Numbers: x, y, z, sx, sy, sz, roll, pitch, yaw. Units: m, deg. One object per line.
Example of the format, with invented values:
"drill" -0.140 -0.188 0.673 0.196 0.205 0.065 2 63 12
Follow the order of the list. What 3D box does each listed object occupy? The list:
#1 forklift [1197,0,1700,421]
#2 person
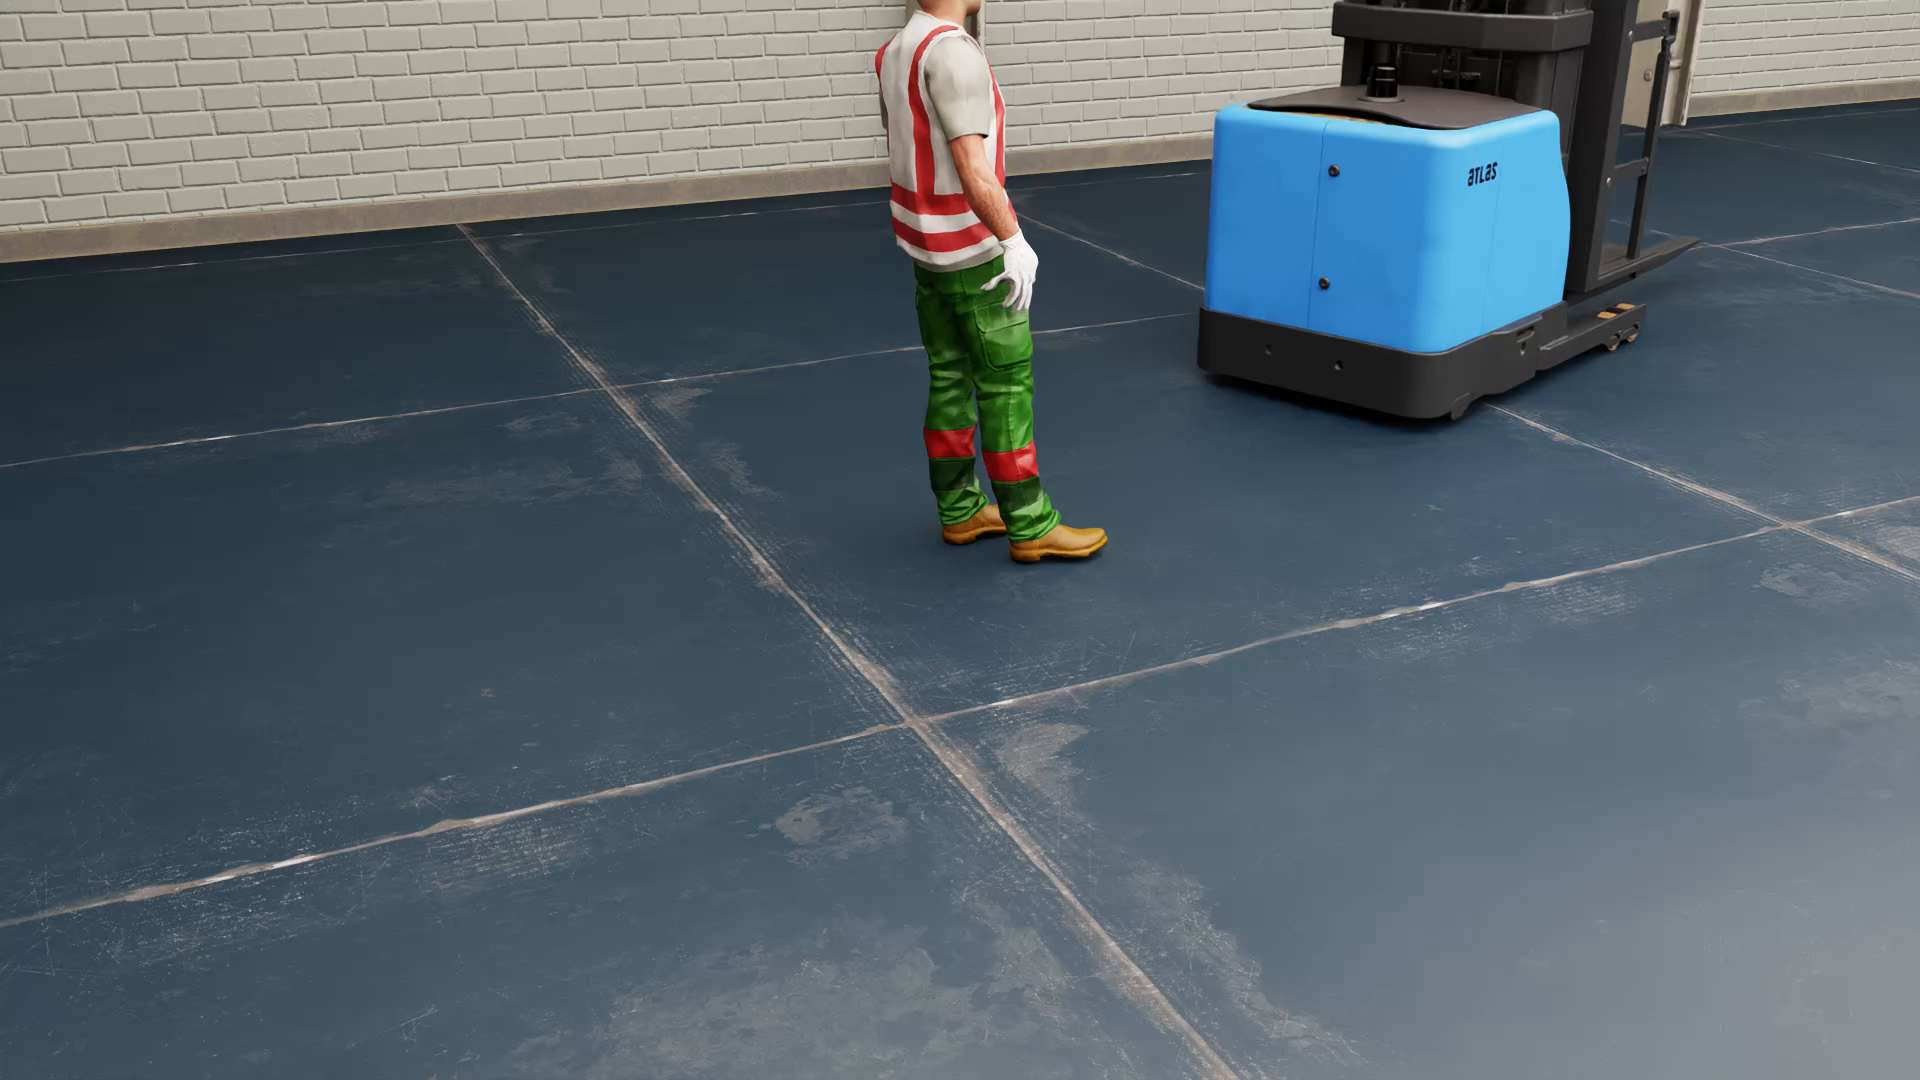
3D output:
"forklift" 2.307 -2.268 6.746 1.130 2.935 3.031 19 29 39
"person" 0.078 -0.842 4.784 0.562 1.789 0.638 -10 25 -23
